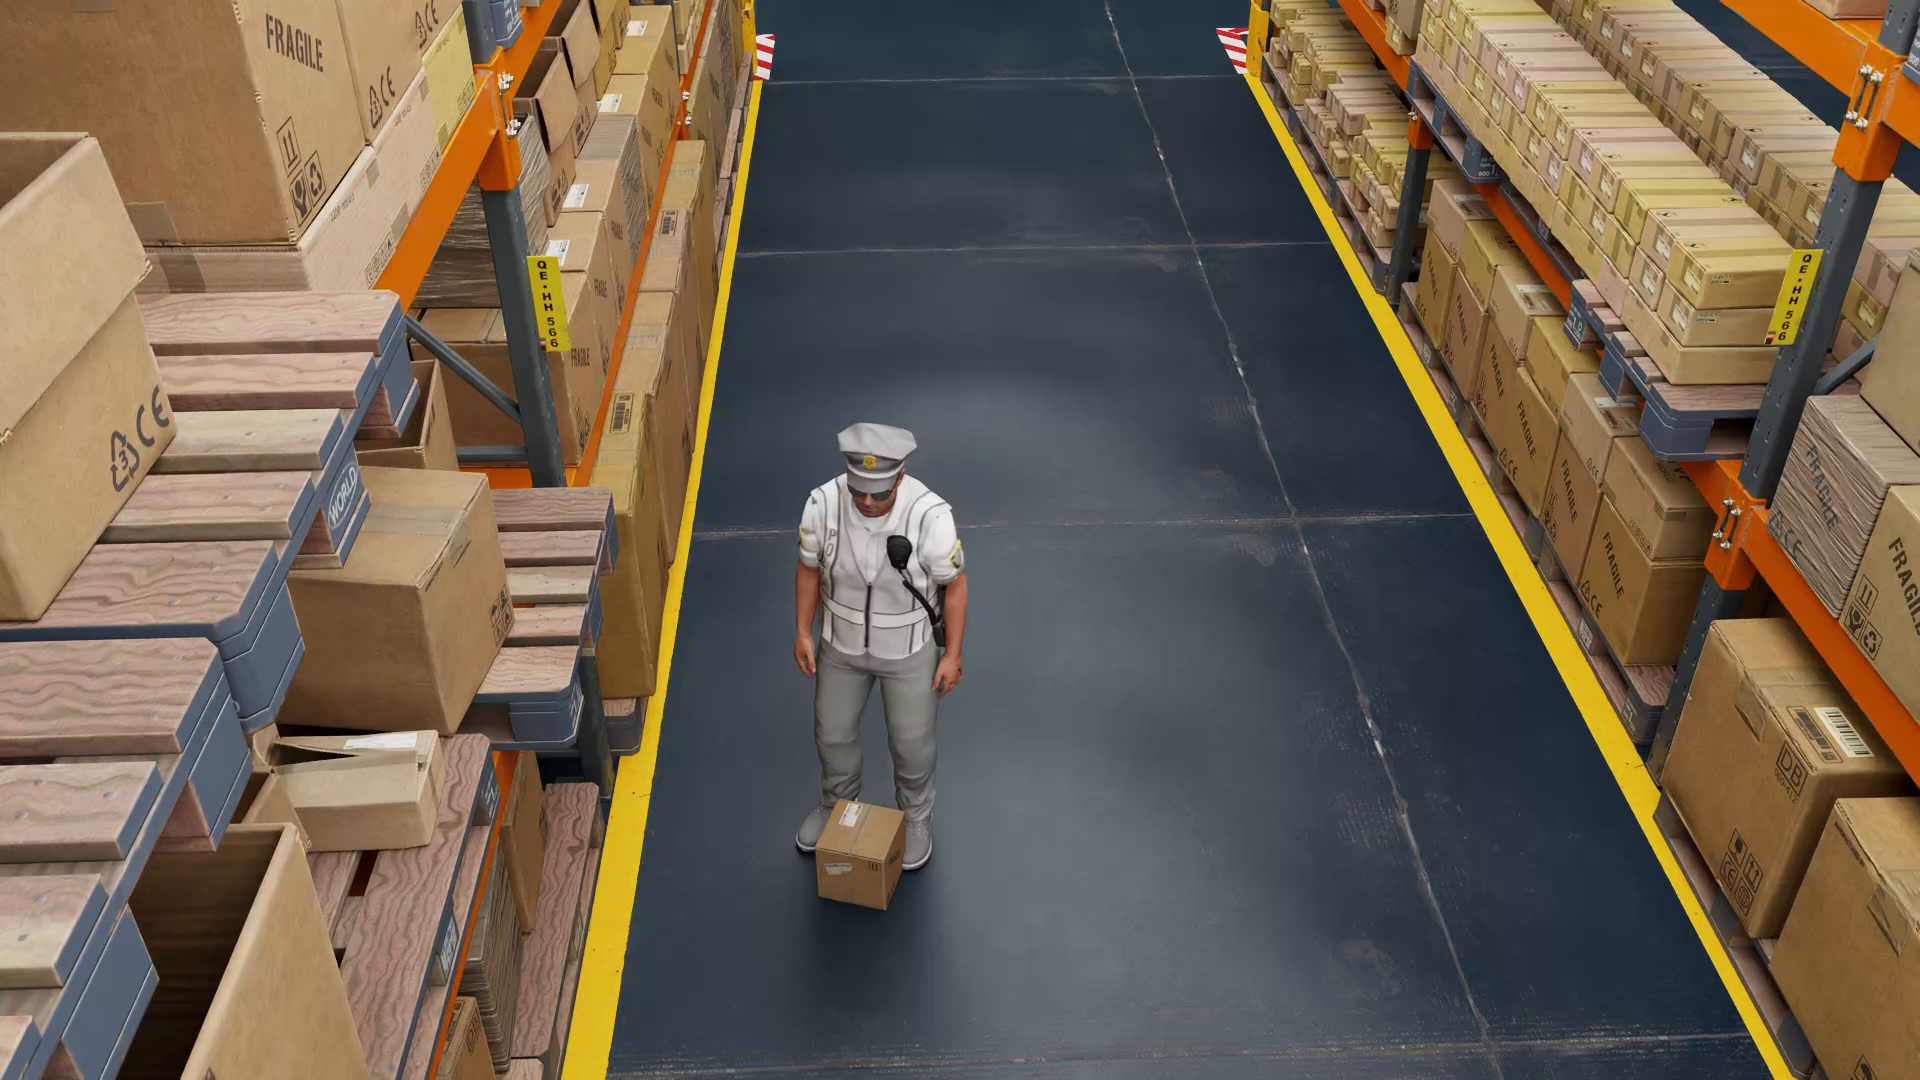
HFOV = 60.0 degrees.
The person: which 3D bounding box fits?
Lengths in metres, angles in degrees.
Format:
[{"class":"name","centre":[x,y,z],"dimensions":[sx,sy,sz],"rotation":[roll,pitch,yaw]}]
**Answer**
[{"class":"person","centre":[-0.276,0.339,5.655],"dimensions":[0.601,1.747,0.437],"rotation":[7,36,10]}]
